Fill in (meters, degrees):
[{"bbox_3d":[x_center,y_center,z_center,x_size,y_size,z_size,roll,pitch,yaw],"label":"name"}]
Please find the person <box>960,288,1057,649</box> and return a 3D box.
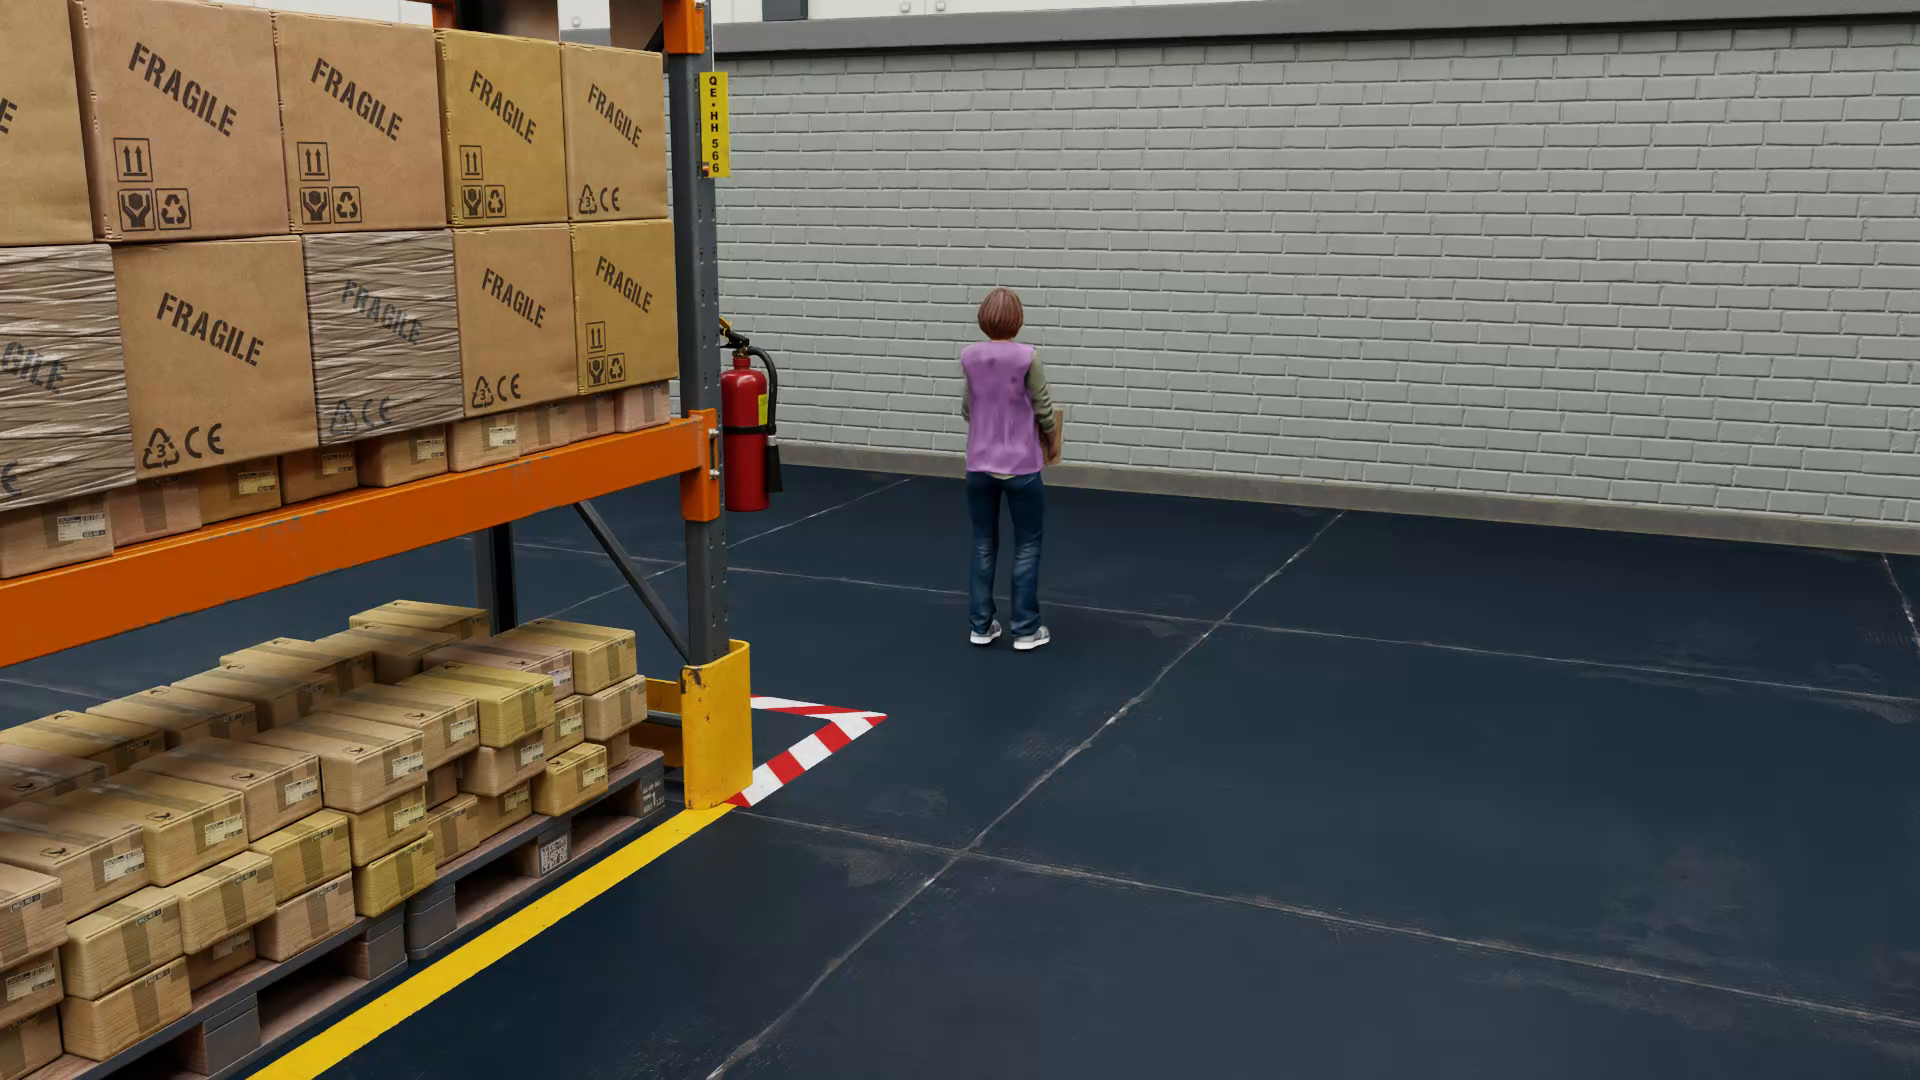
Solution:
[{"bbox_3d":[0.226,-0.324,7.439,0.438,1.602,0.471,5,14,23],"label":"person"}]
